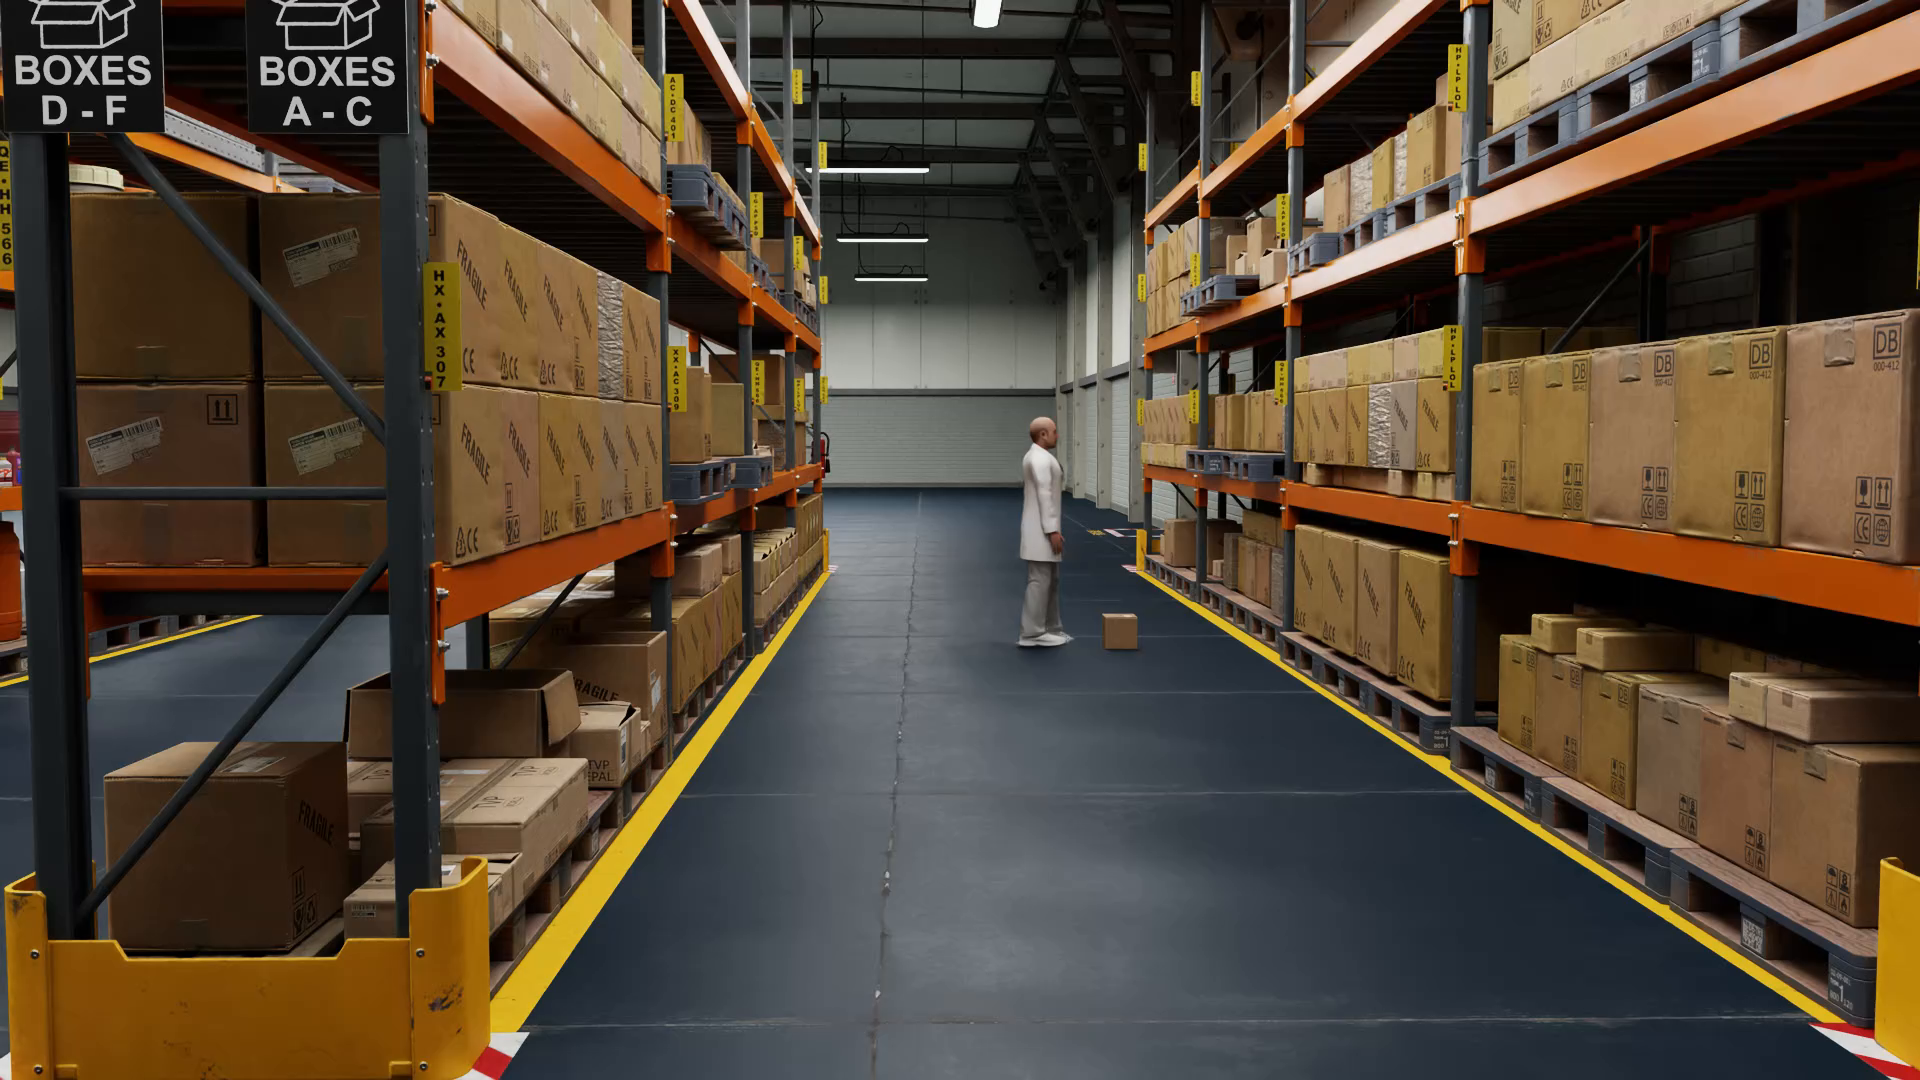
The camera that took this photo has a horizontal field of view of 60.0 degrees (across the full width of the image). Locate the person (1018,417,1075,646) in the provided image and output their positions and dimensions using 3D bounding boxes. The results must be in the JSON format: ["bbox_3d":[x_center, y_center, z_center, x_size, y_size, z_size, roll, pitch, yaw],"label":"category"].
[{"bbox_3d":[0.699,-0.051,13.016,0.507,1.816,0.612,0,4,-6],"label":"person"}]
